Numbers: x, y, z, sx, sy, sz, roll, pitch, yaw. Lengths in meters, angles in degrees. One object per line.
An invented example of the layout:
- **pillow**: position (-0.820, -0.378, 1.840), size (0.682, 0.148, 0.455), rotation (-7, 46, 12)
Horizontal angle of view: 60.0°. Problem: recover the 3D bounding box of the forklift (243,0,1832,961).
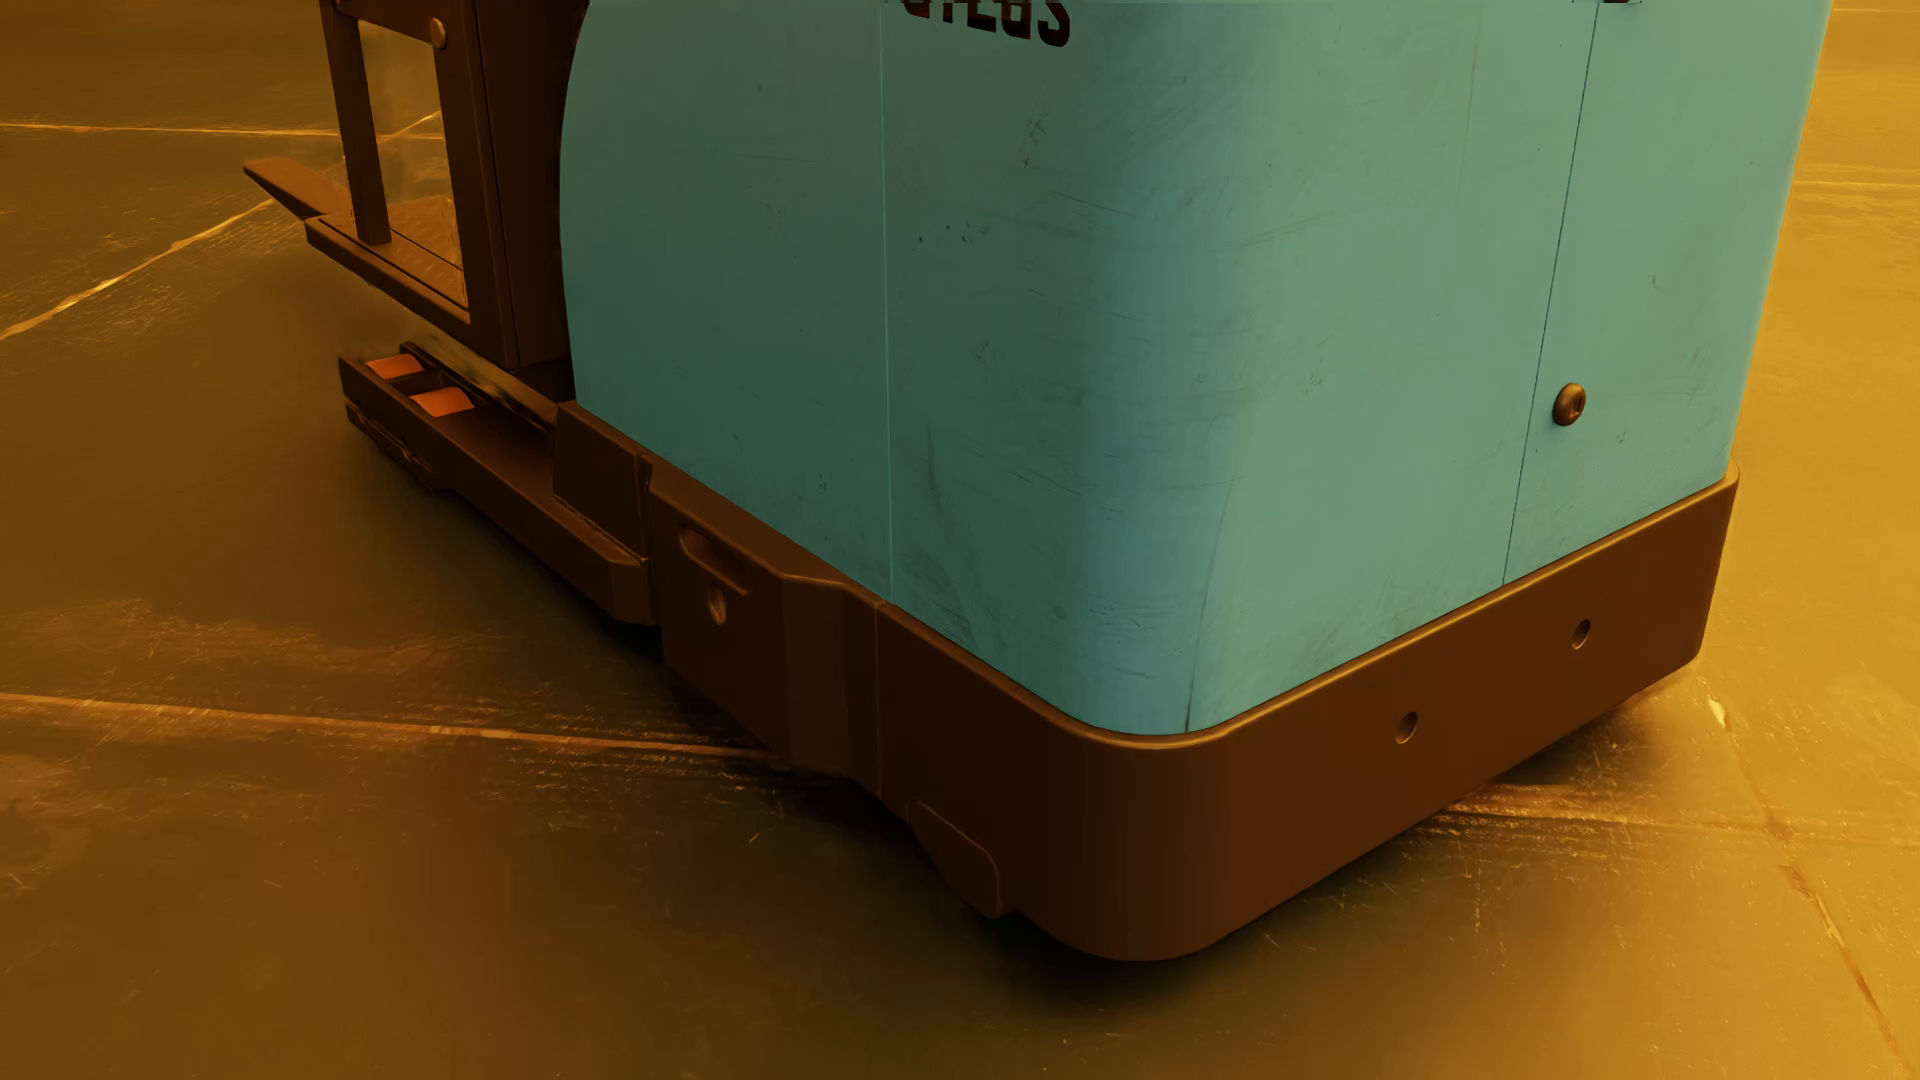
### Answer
- **forklift**: position (-0.378, -1.509, 2.242), size (1.130, 2.935, 3.031), rotation (-19, 32, -34)
